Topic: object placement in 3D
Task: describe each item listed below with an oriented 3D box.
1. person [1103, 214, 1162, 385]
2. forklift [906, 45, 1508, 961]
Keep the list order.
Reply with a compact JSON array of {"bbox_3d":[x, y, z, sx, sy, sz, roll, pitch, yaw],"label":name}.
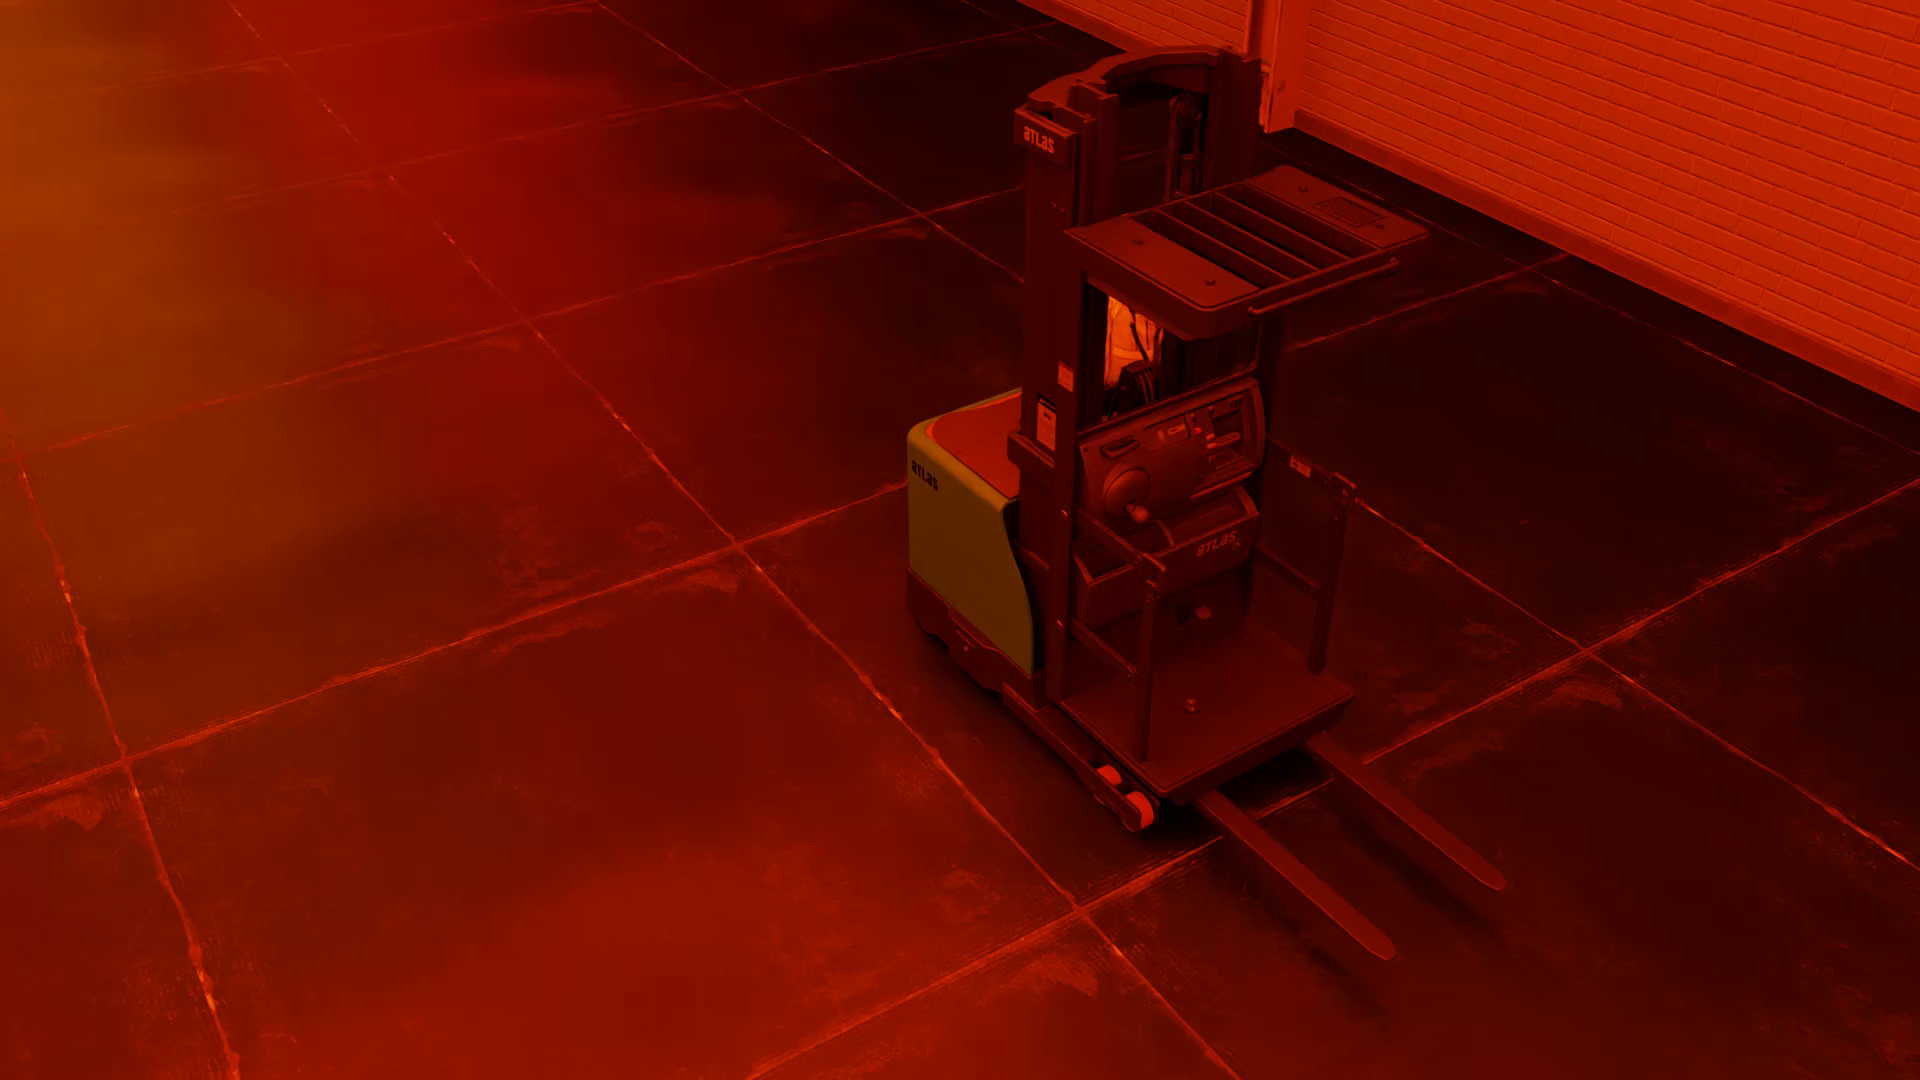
[{"bbox_3d":[0.897,-0.856,8.432,0.425,1.722,0.874,-29,44,-35],"label":"person"},{"bbox_3d":[0.988,-0.297,6.570,1.130,2.935,3.031,-21,40,-28],"label":"forklift"}]
